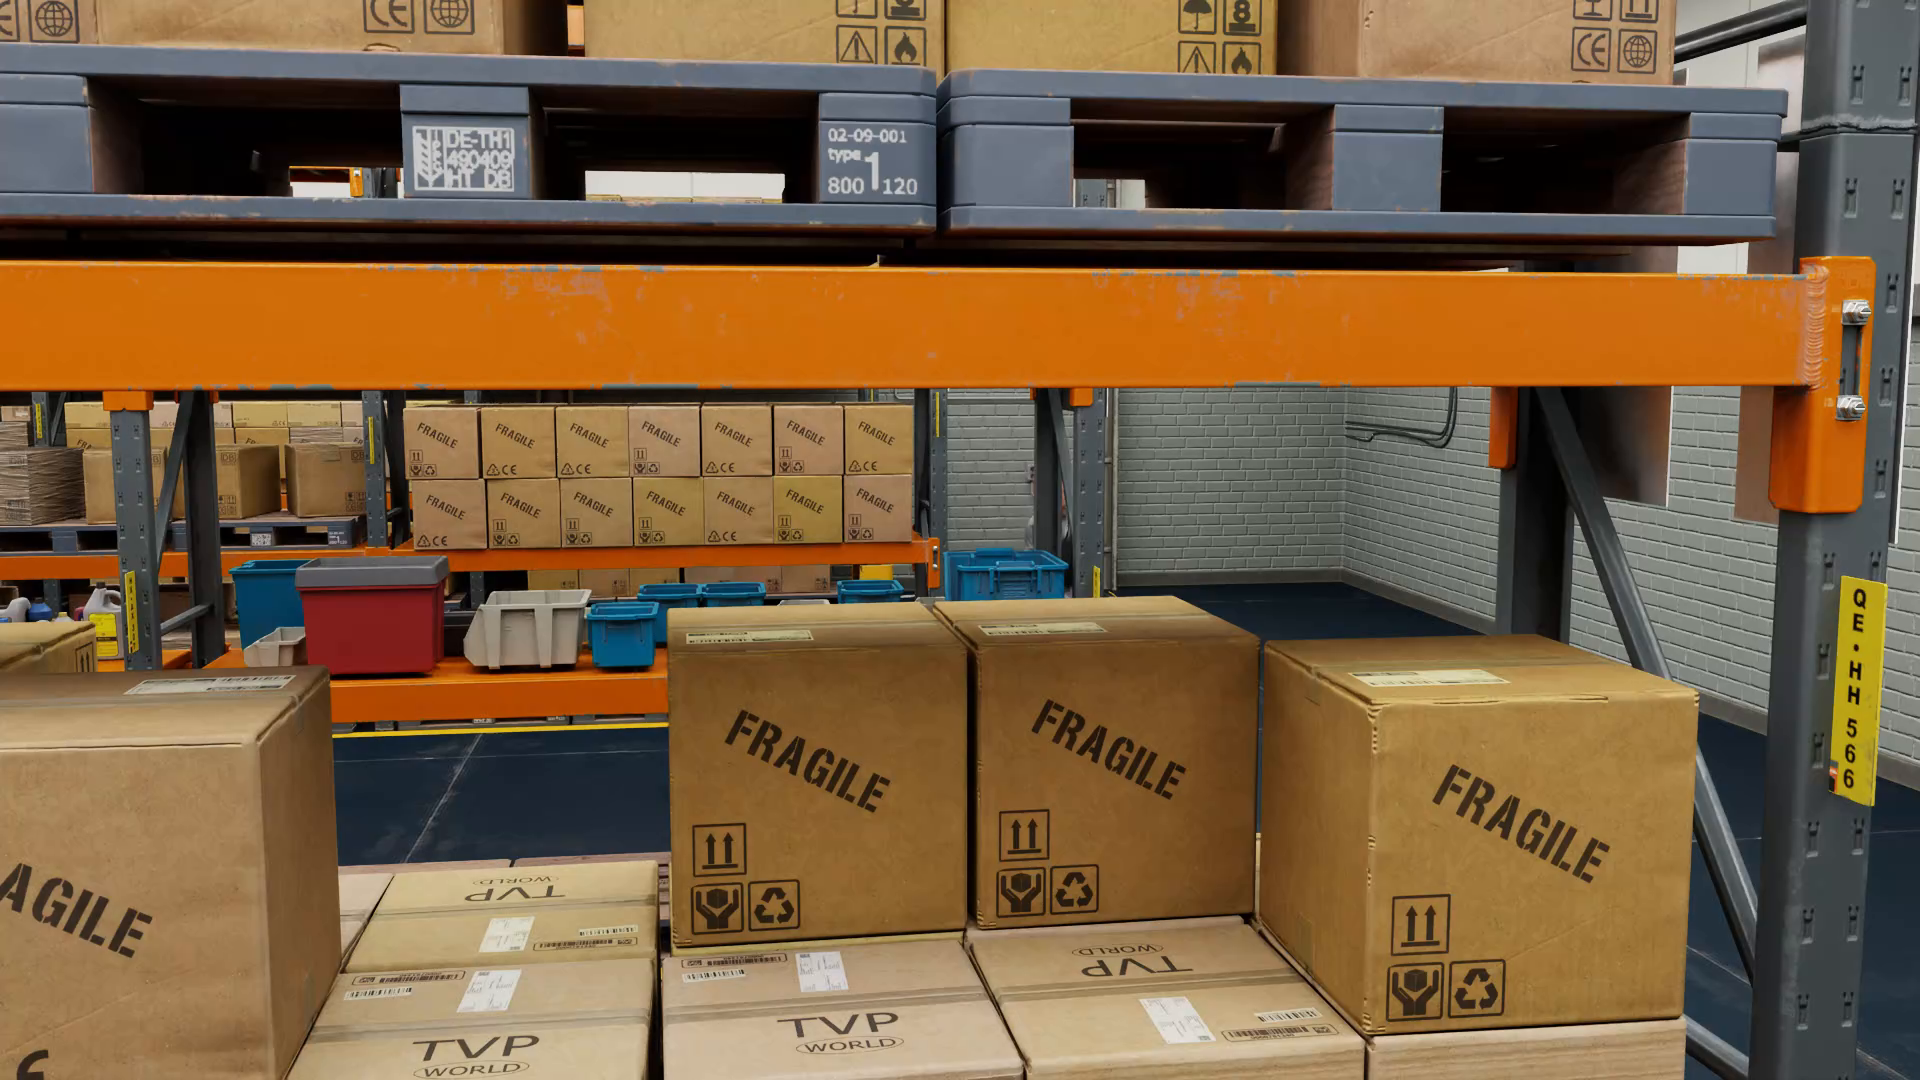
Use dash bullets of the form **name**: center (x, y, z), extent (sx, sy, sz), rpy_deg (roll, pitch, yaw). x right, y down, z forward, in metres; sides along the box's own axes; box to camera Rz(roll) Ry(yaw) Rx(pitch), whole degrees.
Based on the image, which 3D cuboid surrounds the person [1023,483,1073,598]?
- **person**: center (0.759, 0.374, 12.992), extent (0.546, 1.671, 1.031), rpy_deg (0, 6, -2)
